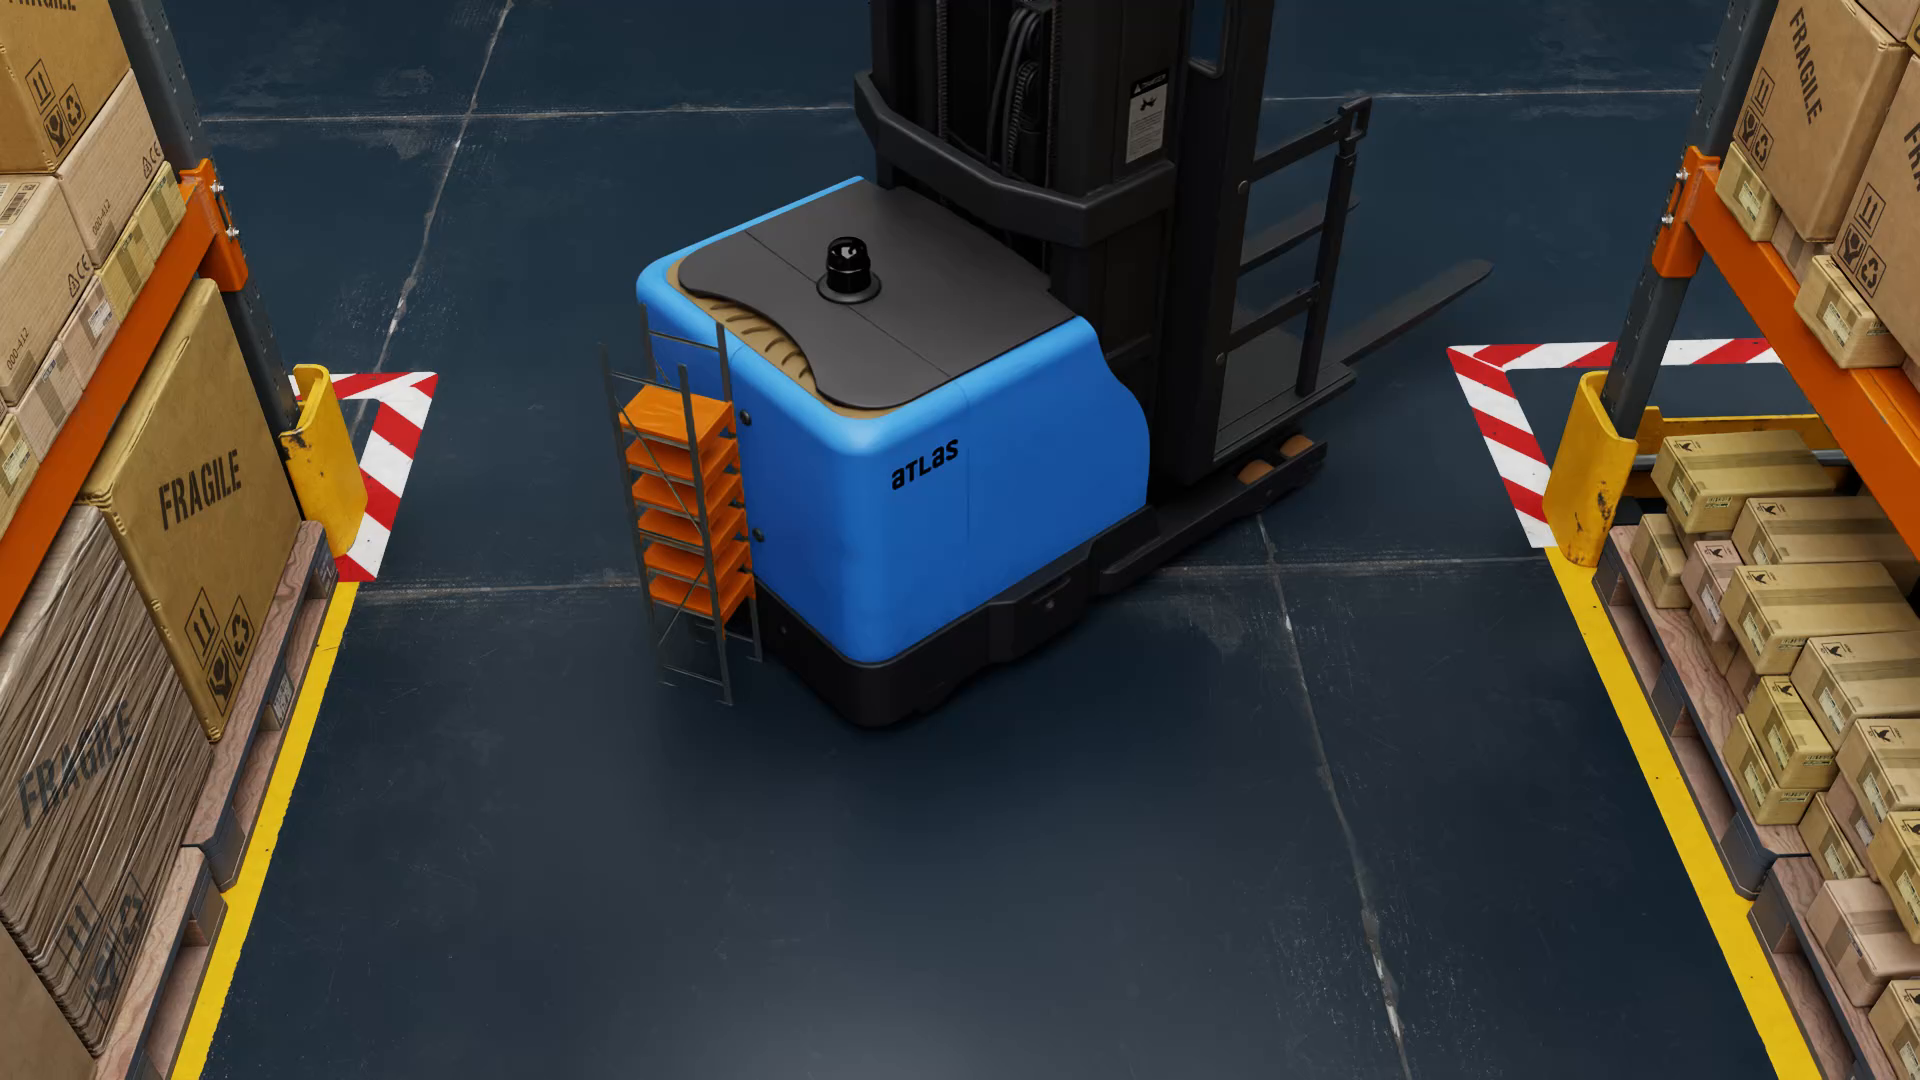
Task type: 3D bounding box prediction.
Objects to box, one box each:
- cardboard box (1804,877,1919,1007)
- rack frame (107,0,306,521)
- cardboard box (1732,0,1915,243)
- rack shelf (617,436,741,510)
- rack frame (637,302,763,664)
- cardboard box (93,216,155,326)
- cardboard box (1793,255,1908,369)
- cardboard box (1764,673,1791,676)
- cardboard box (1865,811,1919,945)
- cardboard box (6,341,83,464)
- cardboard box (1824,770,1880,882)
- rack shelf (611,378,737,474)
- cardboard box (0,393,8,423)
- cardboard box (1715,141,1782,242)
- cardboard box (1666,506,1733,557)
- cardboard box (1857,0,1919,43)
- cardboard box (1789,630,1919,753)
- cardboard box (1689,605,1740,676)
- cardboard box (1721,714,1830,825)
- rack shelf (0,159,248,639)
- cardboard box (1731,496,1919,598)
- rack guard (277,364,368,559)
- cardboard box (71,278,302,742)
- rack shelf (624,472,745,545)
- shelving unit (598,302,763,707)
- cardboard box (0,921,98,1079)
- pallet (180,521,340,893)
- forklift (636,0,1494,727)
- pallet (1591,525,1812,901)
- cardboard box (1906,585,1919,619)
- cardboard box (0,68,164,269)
[{"bbox_3d":[2.206,0.914,3.832,0.380,0.149,0.250,-4,43,-4],"label":"cardboard box"},{"bbox_3d":[-2.498,-1.128,4.261,1.000,3.000,0.127,-2,43,-2],"label":"rack frame"},{"bbox_3d":[2.205,-1.038,3.868,0.500,0.500,0.500,0,43,0],"label":"cardboard box"},{"bbox_3d":[-0.722,-0.201,4.292,0.258,0.103,0.180,16,45,17],"label":"rack shelf"},{"bbox_3d":[-0.686,-0.114,4.486,0.240,1.200,0.006,16,45,17],"label":"rack frame"},{"bbox_3d":[-2.141,-0.629,3.903,0.380,0.149,0.250,-1,43,-1],"label":"cardboard box"},{"bbox_3d":[2.158,-0.528,3.792,0.380,0.149,0.250,-3,43,-3],"label":"cardboard box"},{"bbox_3d":[2.282,0.294,4.288,0.380,0.149,0.250,-1,43,-1],"label":"cardboard box"},{"bbox_3d":[2.220,0.726,3.597,0.380,0.149,0.250,-1,43,-1],"label":"cardboard box"},{"bbox_3d":[-2.122,-0.291,3.533,0.380,0.149,0.250,-1,43,-1],"label":"cardboard box"},{"bbox_3d":[2.290,0.647,3.903,0.380,0.149,0.250,-4,43,-4],"label":"cardboard box"},{"bbox_3d":[-0.722,-0.290,4.211,0.258,0.103,0.180,16,45,17],"label":"rack shelf"},{"bbox_3d":[-2.169,-0.177,3.114,0.500,0.250,0.500,-3,43,-3],"label":"cardboard box"},{"bbox_3d":[2.148,-0.882,4.178,0.380,0.149,0.250,-2,43,-2],"label":"cardboard box"},{"bbox_3d":[2.228,-0.055,4.669,0.380,0.149,0.250,0,43,0],"label":"cardboard box"},{"bbox_3d":[2.216,-1.407,3.531,0.500,0.500,0.500,-2,43,-2],"label":"cardboard box"},{"bbox_3d":[2.253,0.359,3.997,0.380,0.149,0.250,-4,43,-4],"label":"cardboard box"},{"bbox_3d":[2.257,0.231,4.577,0.380,0.149,0.250,-2,43,-2],"label":"cardboard box"},{"bbox_3d":[2.176,0.574,4.203,0.380,0.149,0.250,-1,43,-1],"label":"cardboard box"},{"bbox_3d":[-2.413,0.487,3.031,1.077,0.370,4.000,-2,43,-2],"label":"rack shelf"},{"bbox_3d":[2.277,0.020,4.367,0.380,0.149,0.250,-1,43,-1],"label":"cardboard box"},{"bbox_3d":[-2.499,-0.223,5.124,1.175,0.500,0.348,-2,43,-2],"label":"rack guard"},{"bbox_3d":[-2.391,-0.070,4.368,0.875,0.875,0.875,-2,43,-2],"label":"cardboard box"},{"bbox_3d":[-0.722,-0.113,4.373,0.258,0.103,0.180,16,45,17],"label":"rack shelf"},{"bbox_3d":[-0.722,-0.057,4.424,0.258,1.200,0.189,16,45,17],"label":"shelving unit"},{"bbox_3d":[-2.314,1.145,3.043,0.875,0.875,0.875,-2,43,-2],"label":"cardboard box"},{"bbox_3d":[-2.386,0.437,4.617,1.003,0.211,1.213,-2,43,-2],"label":"pallet"},{"bbox_3d":[0.561,-1.416,4.625,3.031,2.935,1.130,-30,50,-29],"label":"forklift"},{"bbox_3d":[2.464,0.426,4.629,1.003,0.211,1.213,-2,43,-2],"label":"pallet"},{"bbox_3d":[2.727,0.110,4.489,0.380,0.149,0.250,-3,43,-3],"label":"cardboard box"},{"bbox_3d":[-2.212,-0.863,3.863,0.500,0.250,0.500,-2,43,-2],"label":"cardboard box"}]
